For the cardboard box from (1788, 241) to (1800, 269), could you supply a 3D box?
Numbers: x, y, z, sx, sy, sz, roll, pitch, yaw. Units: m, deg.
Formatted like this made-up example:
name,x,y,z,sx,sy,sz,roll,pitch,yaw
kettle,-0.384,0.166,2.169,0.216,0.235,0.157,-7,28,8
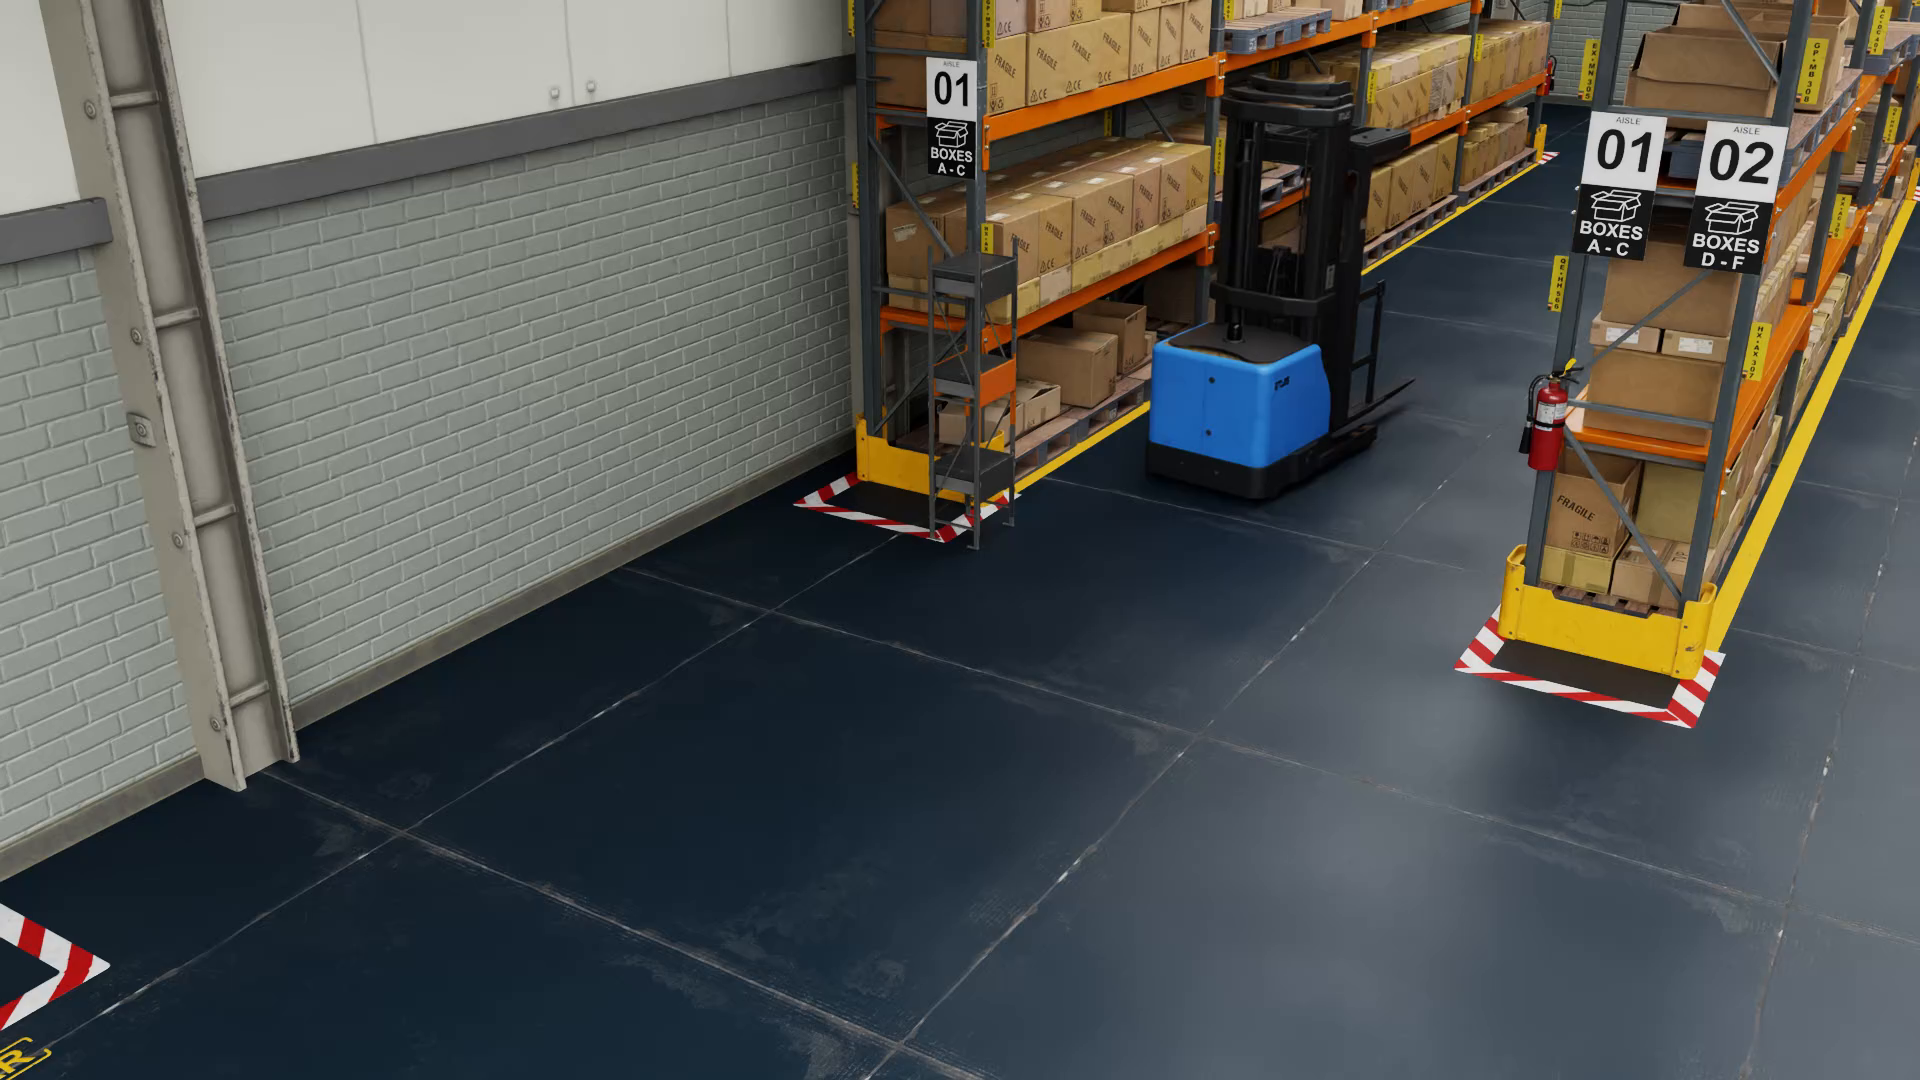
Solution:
name,x,y,z,sx,sy,sz,roll,pitch,yaw
cardboard box,5.678,-2.023,11.706,0.380,0.149,0.250,14,27,29

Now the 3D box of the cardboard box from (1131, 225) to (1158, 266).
name,x,y,z,sx,sy,sz,roll,pitch,yaw
cardboard box,1.321,-2.492,13.894,0.500,0.250,0.500,14,27,29

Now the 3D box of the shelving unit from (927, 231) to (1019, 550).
name,x,y,z,sx,sy,sz,roll,pitch,yaw
shelving unit,0.088,-1.019,11.462,0.431,2.100,0.503,14,27,29

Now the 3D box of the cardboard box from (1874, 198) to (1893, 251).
name,x,y,z,sx,sy,sz,roll,pitch,yaw
cardboard box,10.249,-3.606,18.896,0.500,0.500,0.500,14,27,29

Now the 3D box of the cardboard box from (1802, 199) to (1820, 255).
name,x,y,z,sx,sy,sz,roll,pitch,yaw
cardboard box,6.743,-2.557,13.754,0.500,0.500,0.500,16,28,33

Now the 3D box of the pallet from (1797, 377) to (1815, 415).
name,x,y,z,sx,sy,sz,roll,pitch,yaw
pallet,7.044,-1.468,14.875,1.003,0.211,1.213,14,27,29

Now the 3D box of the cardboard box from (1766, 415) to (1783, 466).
name,x,y,z,sx,sy,sz,roll,pitch,yaw
cardboard box,5.987,-0.806,12.768,0.500,0.250,0.500,14,27,29

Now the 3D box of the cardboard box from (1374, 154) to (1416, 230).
name,x,y,z,sx,sy,sz,roll,pitch,yaw
cardboard box,4.912,-4.185,19.820,0.750,0.750,0.750,14,27,29

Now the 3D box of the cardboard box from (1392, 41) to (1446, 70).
name,x,y,z,sx,sy,sz,roll,pitch,yaw
cardboard box,5.479,-5.796,19.893,0.500,0.250,0.500,14,27,30

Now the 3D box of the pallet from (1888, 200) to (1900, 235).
name,x,y,z,sx,sy,sz,roll,pitch,yaw
pallet,11.271,-4.143,21.054,1.003,0.211,1.213,14,27,29

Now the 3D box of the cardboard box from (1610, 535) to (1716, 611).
name,x,y,z,sx,sy,sz,roll,pitch,yaw
cardboard box,4.408,0.208,10.427,0.500,0.250,0.500,14,27,29

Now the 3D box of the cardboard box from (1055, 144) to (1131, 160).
name,x,y,z,sx,sy,sz,roll,pitch,yaw
cardboard box,1.134,-3.110,14.378,0.500,0.500,0.500,14,27,29

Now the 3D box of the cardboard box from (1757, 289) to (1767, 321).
name,x,y,z,sx,sy,sz,roll,pitch,yaw
cardboard box,4.869,-1.507,10.513,0.380,0.149,0.250,13,27,27

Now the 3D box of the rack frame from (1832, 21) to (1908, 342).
name,x,y,z,sx,sy,sz,roll,pitch,yaw
rack frame,8.156,-3.427,15.891,1.000,3.000,0.127,14,27,29

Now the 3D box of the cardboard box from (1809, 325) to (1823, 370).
name,x,y,z,sx,sy,sz,roll,pitch,yaw
cardboard box,7.016,-1.696,14.118,0.500,0.311,0.500,13,27,27

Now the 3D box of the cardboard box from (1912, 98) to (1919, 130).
name,x,y,z,sx,sy,sz,roll,pitch,yaw
cardboard box,11.033,-5.112,19.656,0.500,0.500,0.500,14,27,30

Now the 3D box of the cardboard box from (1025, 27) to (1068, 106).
name,x,y,z,sx,sy,sz,roll,pitch,yaw
cardboard box,0.428,-3.430,11.971,0.500,0.500,0.500,16,28,32

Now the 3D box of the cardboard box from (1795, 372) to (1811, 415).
name,x,y,z,sx,sy,sz,roll,pitch,yaw
cardboard box,6.740,-1.265,13.828,0.500,0.250,0.500,15,27,30

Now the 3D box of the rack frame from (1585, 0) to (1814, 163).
name,x,y,z,sx,sy,sz,roll,pitch,yaw
rack frame,3.936,-3.480,8.462,1.000,3.000,0.127,14,27,29

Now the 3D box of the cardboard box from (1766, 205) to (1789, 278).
name,x,y,z,sx,sy,sz,roll,pitch,yaw
cardboard box,5.023,-2.059,10.972,0.700,0.500,0.500,14,27,29

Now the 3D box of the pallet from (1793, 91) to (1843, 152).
name,x,y,z,sx,sy,sz,roll,pitch,yaw
pallet,4.973,-2.710,10.569,1.003,0.211,1.213,14,27,29

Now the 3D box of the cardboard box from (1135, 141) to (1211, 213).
name,x,y,z,sx,sy,sz,roll,pitch,yaw
cardboard box,1.849,-3.174,14.526,0.500,0.500,0.500,14,27,29

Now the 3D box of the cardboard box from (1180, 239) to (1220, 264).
name,x,y,z,sx,sy,sz,roll,pitch,yaw
cardboard box,2.439,-2.914,16.355,0.500,0.250,0.500,13,27,28

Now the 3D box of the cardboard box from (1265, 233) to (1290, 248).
name,x,y,z,sx,sy,sz,roll,pitch,yaw
cardboard box,3.001,-2.942,17.362,0.700,0.500,0.500,14,27,29

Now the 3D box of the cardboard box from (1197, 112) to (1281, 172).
name,x,y,z,sx,sy,sz,roll,pitch,yaw
cardboard box,2.754,-3.942,16.401,0.700,0.500,0.500,18,29,36

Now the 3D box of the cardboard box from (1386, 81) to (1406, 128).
name,x,y,z,sx,sy,sz,roll,pitch,yaw
cardboard box,4.703,-4.941,18.862,0.500,0.500,0.500,15,28,31

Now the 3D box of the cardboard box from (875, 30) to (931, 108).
name,x,y,z,sx,sy,sz,roll,pitch,yaw
cardboard box,-0.270,-3.390,11.877,0.500,0.500,0.500,16,28,33

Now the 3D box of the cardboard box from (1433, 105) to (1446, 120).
name,x,y,z,sx,sy,sz,roll,pitch,yaw
cardboard box,5.740,-5.265,20.427,0.380,0.149,0.250,14,27,29

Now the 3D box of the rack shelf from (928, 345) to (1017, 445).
name,x,y,z,sx,sy,sz,roll,pitch,yaw
rack shelf,0.088,-1.007,11.467,0.431,0.518,0.480,14,27,29

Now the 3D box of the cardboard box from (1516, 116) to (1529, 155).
name,x,y,z,sx,sy,sz,roll,pitch,yaw
cardboard box,7.881,-5.953,24.342,0.700,0.500,0.500,14,27,29

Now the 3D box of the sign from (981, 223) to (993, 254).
name,x,y,z,sx,sy,sz,roll,pitch,yaw
sign,0.186,-2.048,11.615,0.100,0.325,0.005,14,27,29

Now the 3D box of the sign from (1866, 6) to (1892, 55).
name,x,y,z,sx,sy,sz,roll,pitch,yaw
sign,6.518,-3.612,11.791,0.100,0.325,0.005,14,27,29

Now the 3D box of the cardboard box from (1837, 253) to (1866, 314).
name,x,y,z,sx,sy,sz,roll,pitch,yaw
cardboard box,8.639,-2.576,16.517,0.500,0.500,0.500,15,28,31

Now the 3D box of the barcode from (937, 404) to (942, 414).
name,x,y,z,sx,sy,sz,roll,pitch,yaw
barcode,-0.164,-1.041,13.198,0.001,0.075,0.075,14,27,29

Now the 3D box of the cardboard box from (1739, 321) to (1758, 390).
name,x,y,z,sx,sy,sz,roll,pitch,yaw
cardboard box,4.733,-1.273,10.788,0.700,0.500,0.500,14,27,29

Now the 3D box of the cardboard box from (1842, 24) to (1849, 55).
name,x,y,z,sx,sy,sz,roll,pitch,yaw
cardboard box,6.666,-3.970,13.028,0.500,0.250,0.500,11,26,24

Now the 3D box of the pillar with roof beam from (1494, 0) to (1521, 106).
name,x,y,z,sx,sy,sz,roll,pitch,yaw
pillar with roof beam,12.512,-10.108,23.771,9.100,9.000,0.400,14,27,29

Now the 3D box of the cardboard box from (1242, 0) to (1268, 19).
name,x,y,z,sx,sy,sz,roll,pitch,yaw
cardboard box,2.516,-5.018,15.374,0.500,0.311,0.500,15,27,31

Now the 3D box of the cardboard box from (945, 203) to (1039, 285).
name,x,y,z,sx,sy,sz,roll,pitch,yaw
cardboard box,0.232,-2.147,12.153,0.500,0.500,0.500,14,27,29

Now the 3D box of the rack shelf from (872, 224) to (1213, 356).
name,x,y,z,sx,sy,sz,roll,pitch,yaw
rack shelf,0.780,-2.109,13.751,1.077,0.370,4.000,14,27,29

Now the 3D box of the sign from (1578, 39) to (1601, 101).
name,x,y,z,sx,sy,sz,roll,pitch,yaw
sign,3.482,-2.592,9.172,0.100,0.325,0.005,14,27,29

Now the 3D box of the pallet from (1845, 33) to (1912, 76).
name,x,y,z,sx,sy,sz,roll,pitch,yaw
pallet,7.286,-4.091,13.887,1.003,0.211,1.213,15,28,31

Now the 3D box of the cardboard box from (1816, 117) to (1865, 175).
name,x,y,z,sx,sy,sz,roll,pitch,yaw
cardboard box,8.392,-3.902,16.333,0.700,0.500,0.500,5,24,11

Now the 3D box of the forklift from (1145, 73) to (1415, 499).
name,x,y,z,sx,sy,sz,roll,pitch,yaw
forklift,2.743,-2.163,13.058,1.130,2.935,3.031,18,29,35

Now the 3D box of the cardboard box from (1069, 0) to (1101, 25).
name,x,y,z,sx,sy,sz,roll,pitch,yaw
cardboard box,0.703,-4.068,12.185,0.500,0.500,0.500,15,27,30

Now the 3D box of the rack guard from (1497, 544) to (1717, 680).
name,x,y,z,sx,sy,sz,roll,pitch,yaw
rack guard,3.923,0.428,10.132,1.175,0.500,0.348,14,27,29

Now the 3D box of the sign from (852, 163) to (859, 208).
name,x,y,z,sx,sy,sz,roll,pitch,yaw
sign,-0.736,-2.564,12.041,0.100,0.325,0.005,14,27,29

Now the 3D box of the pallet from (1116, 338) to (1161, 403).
name,x,y,z,sx,sy,sz,roll,pitch,yaw
pallet,1.511,-1.600,15.181,1.003,0.211,1.213,14,27,29

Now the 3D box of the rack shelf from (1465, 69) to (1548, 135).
name,x,y,z,sx,sy,sz,roll,pitch,yaw
rack shelf,7.110,-6.159,23.107,1.077,0.370,4.000,14,27,29

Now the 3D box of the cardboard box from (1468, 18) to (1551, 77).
name,x,y,z,sx,sy,sz,roll,pitch,yaw
cardboard box,7.905,-7.128,24.061,0.980,0.700,0.700,15,28,31

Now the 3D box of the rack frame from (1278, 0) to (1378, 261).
name,x,y,z,sx,sy,sz,roll,pitch,yaw
rack frame,3.945,-4.464,18.286,1.000,3.000,0.127,14,27,29

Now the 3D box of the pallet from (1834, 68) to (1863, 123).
name,x,y,z,sx,sy,sz,roll,pitch,yaw
pallet,5.618,-3.120,11.517,1.003,0.211,1.213,14,27,29

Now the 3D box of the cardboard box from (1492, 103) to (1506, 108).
name,x,y,z,sx,sy,sz,roll,pitch,yaw
cardboard box,7.777,-6.334,24.408,0.380,0.149,0.250,14,27,29

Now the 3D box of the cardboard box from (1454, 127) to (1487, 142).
name,x,y,z,sx,sy,sz,roll,pitch,yaw
cardboard box,6.872,-5.466,22.401,0.380,0.149,0.250,15,28,31

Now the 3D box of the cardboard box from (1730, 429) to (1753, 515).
name,x,y,z,sx,sy,sz,roll,pitch,yaw
cardboard box,4.923,-0.477,11.065,0.500,0.500,0.500,14,27,29

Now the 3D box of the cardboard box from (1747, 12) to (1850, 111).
name,x,y,z,sx,sy,sz,roll,pitch,yaw
cardboard box,5.044,-2.910,10.090,0.500,0.500,0.500,14,27,29
